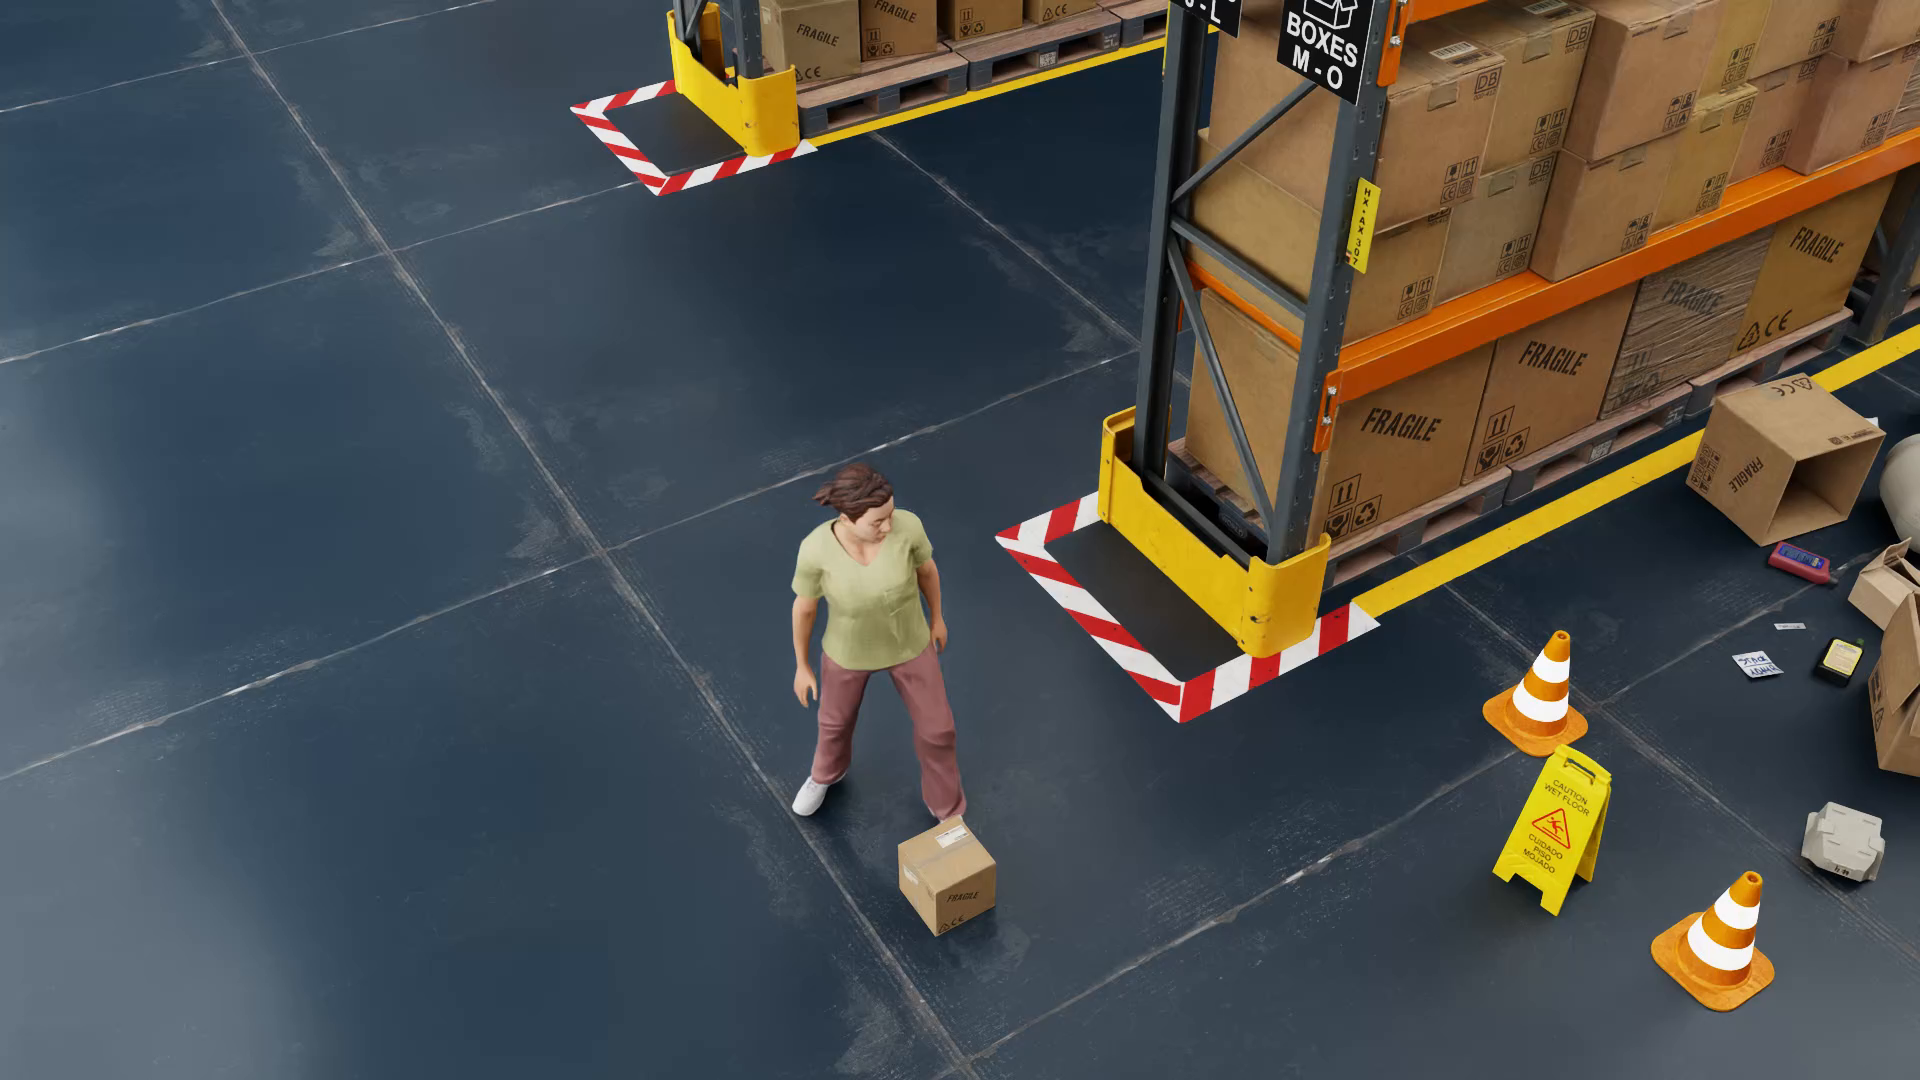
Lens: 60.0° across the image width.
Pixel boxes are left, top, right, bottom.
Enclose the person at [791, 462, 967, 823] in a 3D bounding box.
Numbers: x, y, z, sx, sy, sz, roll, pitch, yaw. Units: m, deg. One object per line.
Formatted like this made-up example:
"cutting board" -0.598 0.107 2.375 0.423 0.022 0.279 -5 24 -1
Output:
"person" -0.298 0.404 5.699 0.651 1.708 0.517 -5 41 -6
